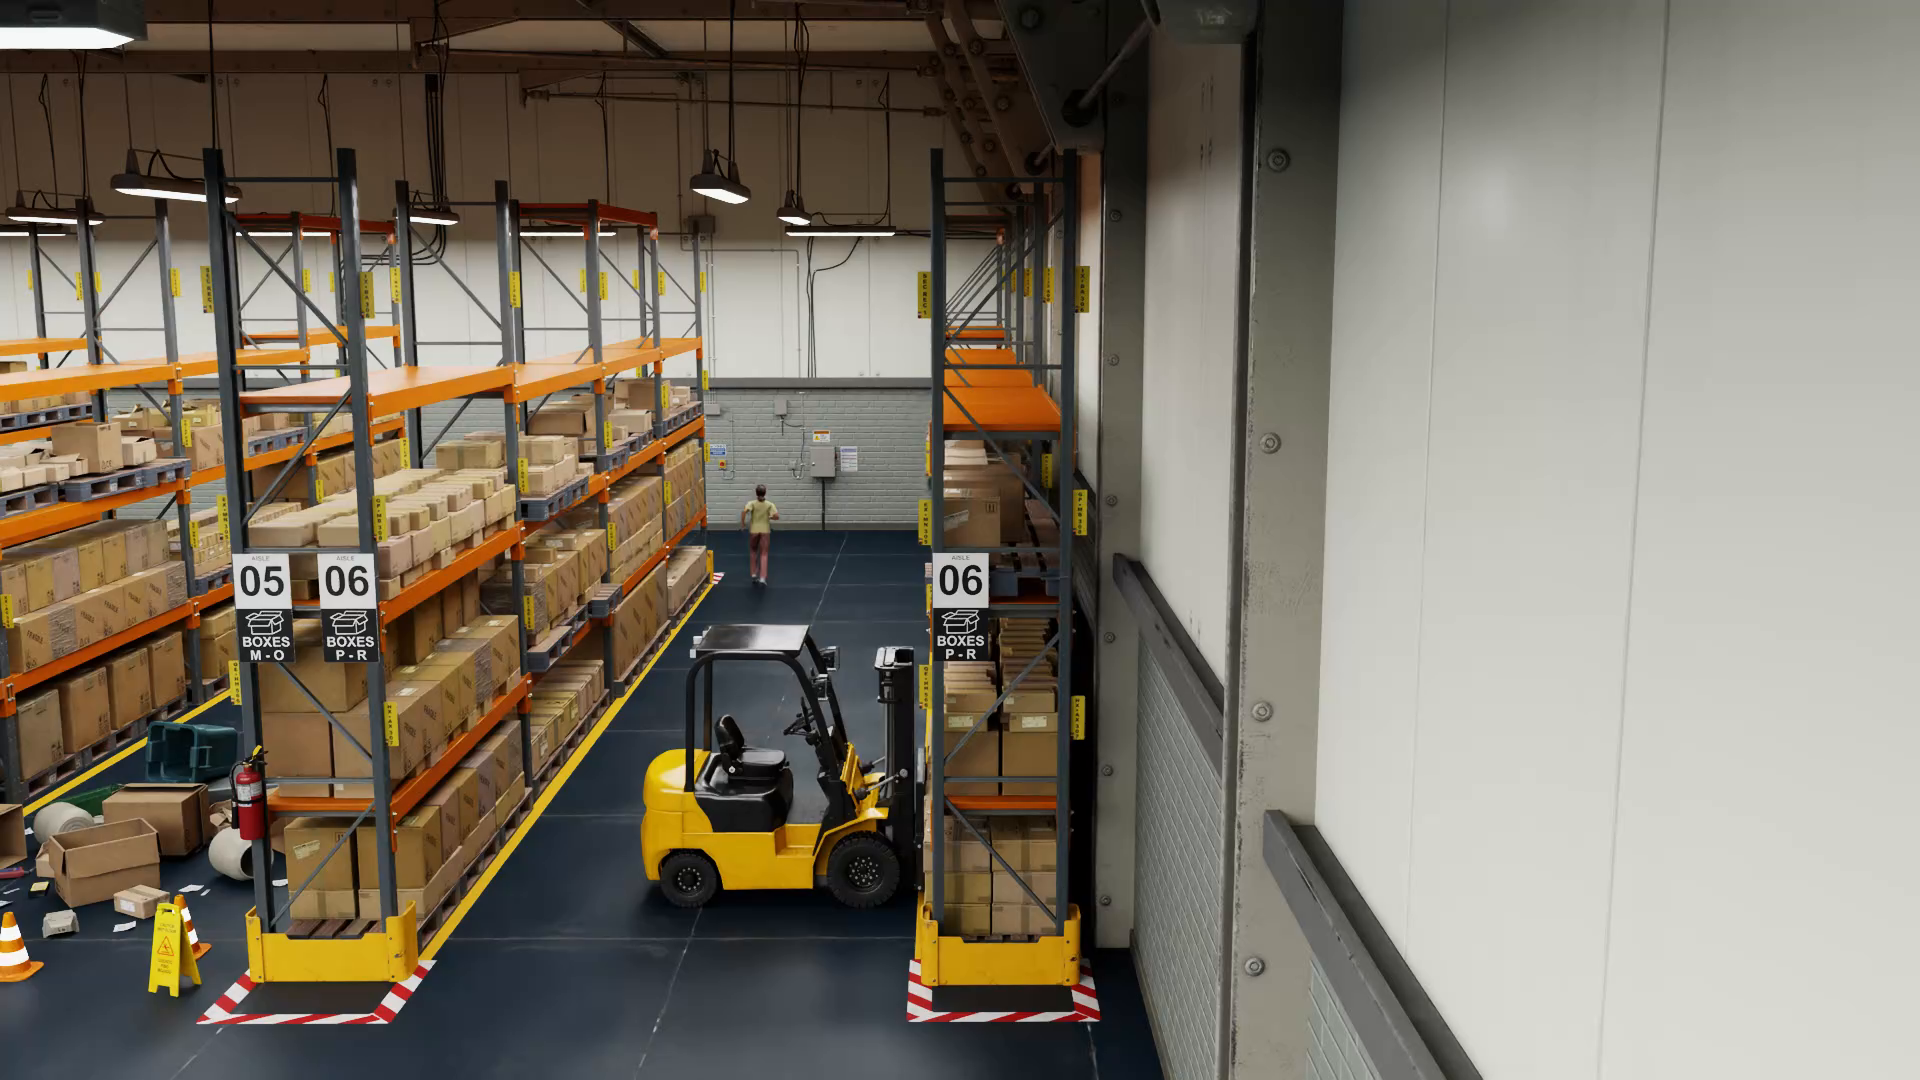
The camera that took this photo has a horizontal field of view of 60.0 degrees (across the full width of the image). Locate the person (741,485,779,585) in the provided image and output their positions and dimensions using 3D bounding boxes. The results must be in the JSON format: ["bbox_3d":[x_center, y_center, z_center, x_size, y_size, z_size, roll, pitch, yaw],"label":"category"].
[{"bbox_3d":[-3.296,-0.053,27.484,0.628,1.718,0.734,-1,9,-6],"label":"person"}]
